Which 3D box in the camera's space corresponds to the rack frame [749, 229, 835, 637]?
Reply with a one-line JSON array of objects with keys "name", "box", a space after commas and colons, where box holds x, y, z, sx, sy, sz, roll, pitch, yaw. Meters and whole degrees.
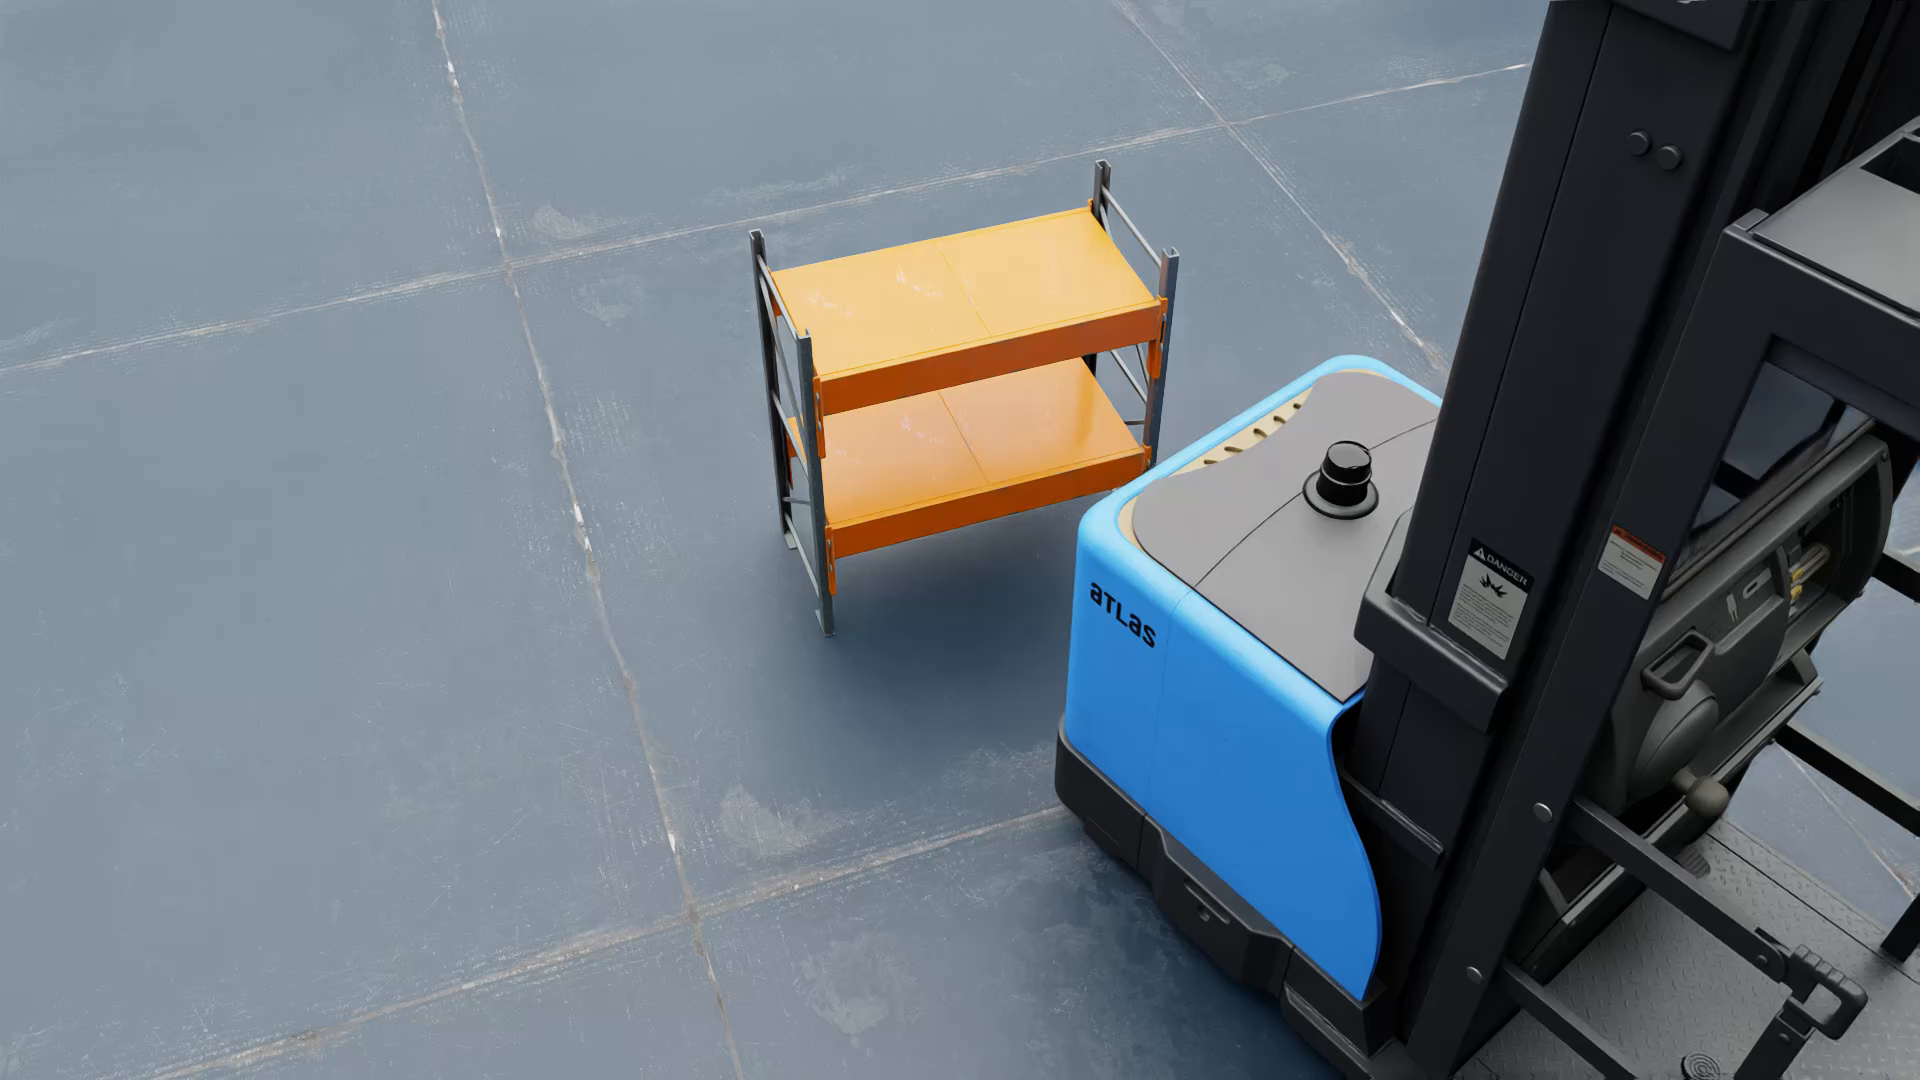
[{"name": "rack frame", "box": [-0.472, -0.276, 4.731, 0.032, 1.125, 0.500, -14, 47, -14]}]

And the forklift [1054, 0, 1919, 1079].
[{"name": "forklift", "box": [1.591, 0.243, 2.938, 1.130, 2.935, 3.031, -31, 53, -27]}]

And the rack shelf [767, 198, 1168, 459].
[{"name": "rack shelf", "box": [0.006, -0.605, 4.646, 1.000, 0.278, 0.538, -14, 47, -14]}]

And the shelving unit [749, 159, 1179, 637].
[{"name": "shelving unit", "box": [0.006, -0.399, 4.853, 1.048, 1.125, 0.538, -14, 47, -14]}]

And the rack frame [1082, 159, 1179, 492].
[{"name": "rack frame", "box": [0.485, -0.521, 4.975, 0.032, 1.125, 0.500, -14, 47, -14]}]

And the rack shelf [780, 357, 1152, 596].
[{"name": "rack shelf", "box": [0.006, -0.226, 5.026, 1.000, 0.278, 0.538, -14, 47, -14]}]
